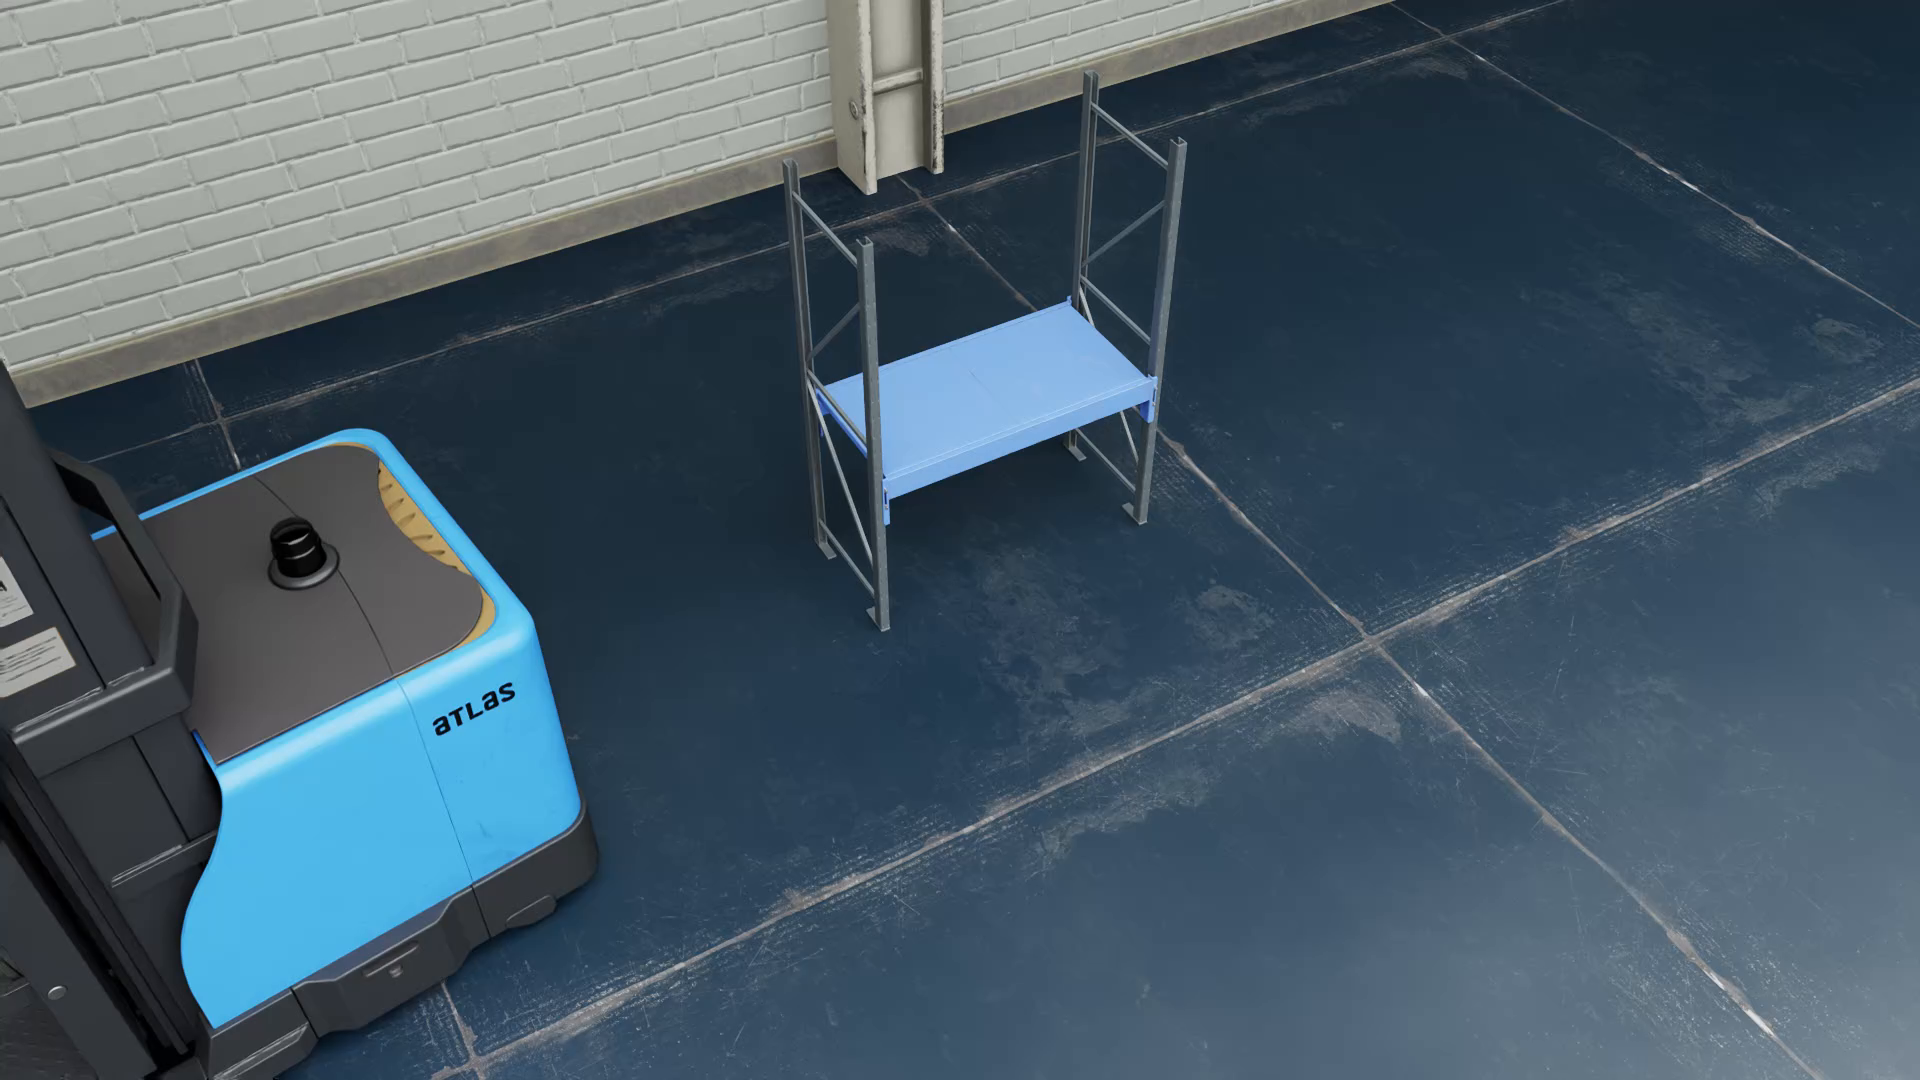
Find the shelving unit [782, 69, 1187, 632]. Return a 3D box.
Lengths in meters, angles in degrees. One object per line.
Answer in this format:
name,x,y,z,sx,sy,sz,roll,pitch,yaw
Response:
shelving unit,0.074,-0.568,5.258,1.048,1.500,0.538,-22,48,-21

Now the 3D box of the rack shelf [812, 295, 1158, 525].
rack shelf,0.074,-0.439,5.383,1.000,0.185,0.538,-22,48,-21

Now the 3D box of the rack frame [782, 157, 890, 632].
rack frame,-0.367,-0.391,5.076,0.032,1.500,0.500,-22,48,-21

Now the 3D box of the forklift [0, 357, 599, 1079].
forklift,-2.497,0.282,3.355,3.031,2.935,1.130,-28,51,-26

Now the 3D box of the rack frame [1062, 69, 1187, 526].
rack frame,0.515,-0.744,5.440,0.032,1.500,0.500,-22,48,-21

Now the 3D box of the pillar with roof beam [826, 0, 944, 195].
pillar with roof beam,1.828,-2.307,1.666,0.400,9.000,9.100,-22,48,-21
